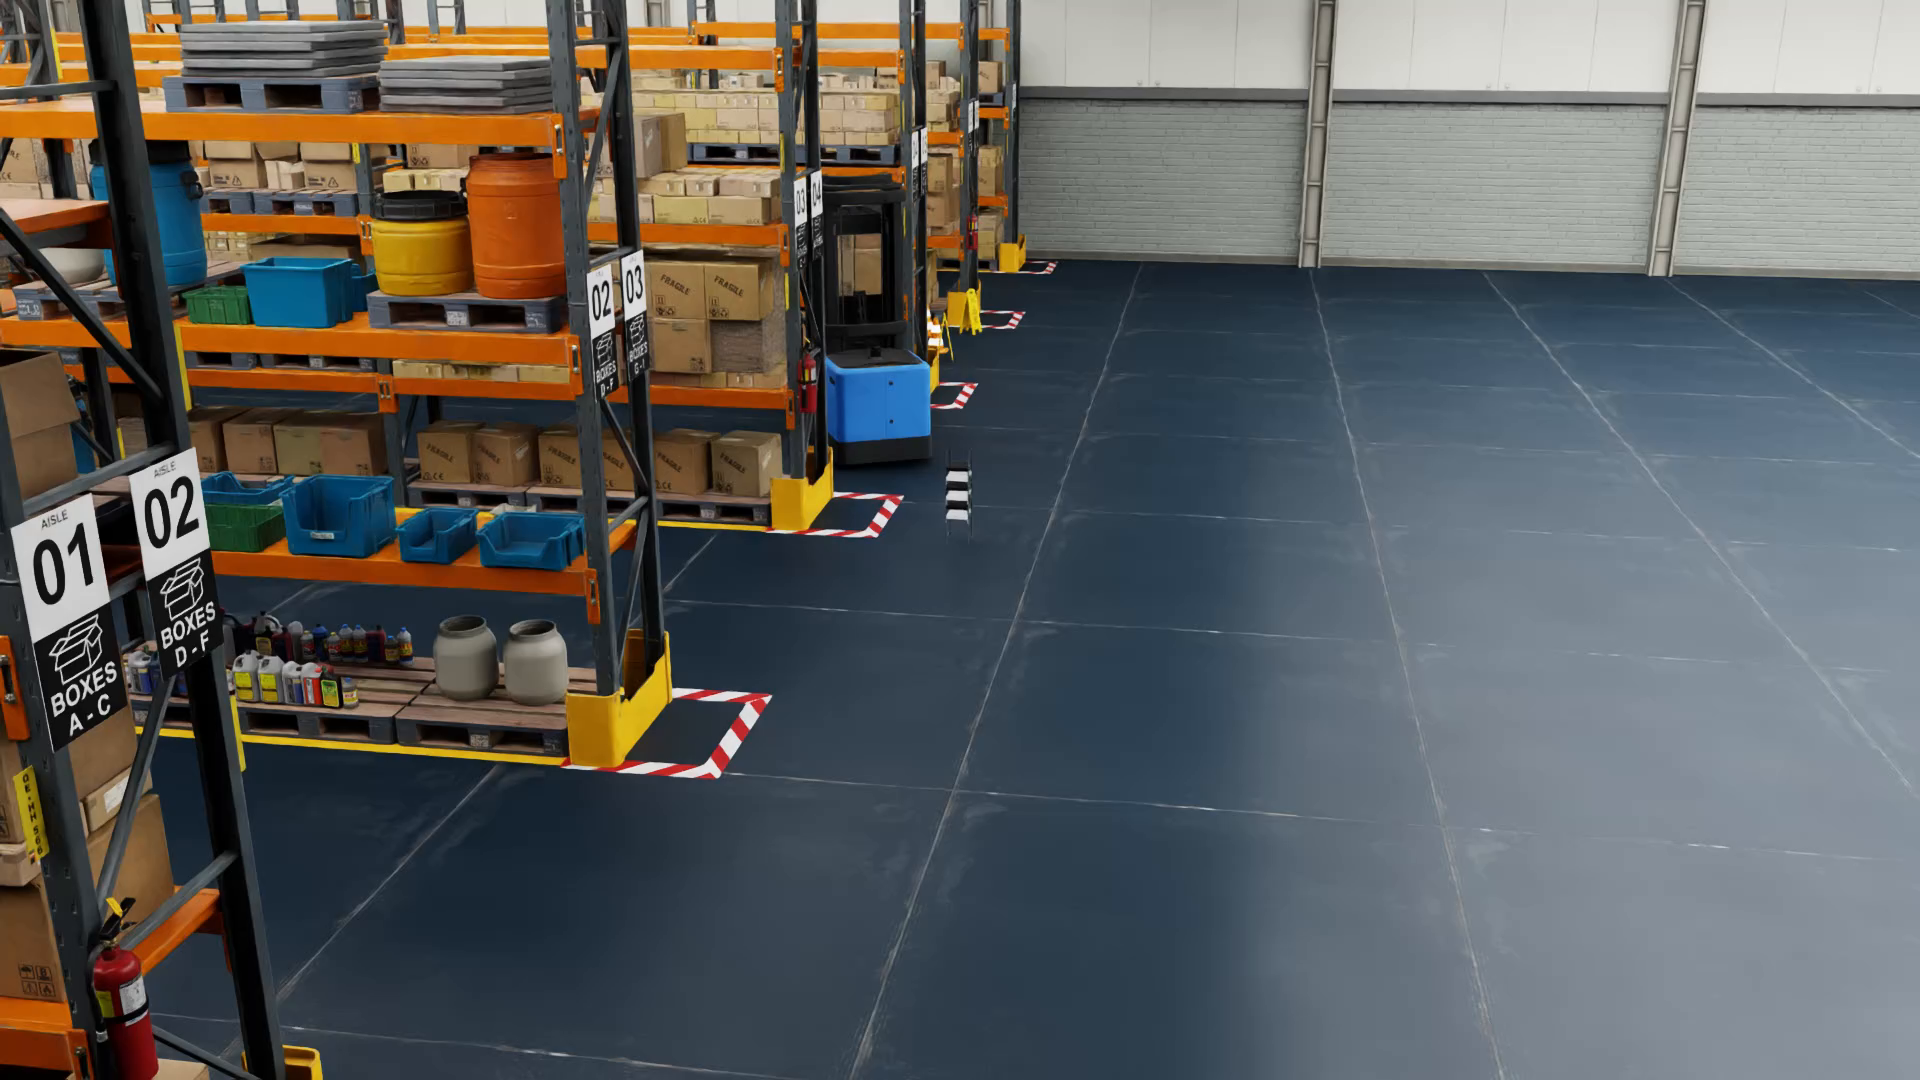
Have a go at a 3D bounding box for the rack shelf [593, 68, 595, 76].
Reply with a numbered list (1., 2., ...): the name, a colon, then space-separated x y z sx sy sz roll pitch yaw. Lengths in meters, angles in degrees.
1. rack shelf: -6.472 -5.855 20.332 4.000 0.370 1.077 3 19 9

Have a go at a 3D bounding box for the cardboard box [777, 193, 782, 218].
1. cardboard box: -1.869 -3.147 15.437 0.500 0.250 0.500 3 19 10

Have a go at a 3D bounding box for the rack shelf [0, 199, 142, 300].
1. rack shelf: -4.984 -1.002 5.827 4.000 0.370 1.077 3 19 9

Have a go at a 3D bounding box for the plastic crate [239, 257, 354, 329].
1. plastic crate: -4.150 -1.555 10.469 0.575 0.384 0.392 3 19 9

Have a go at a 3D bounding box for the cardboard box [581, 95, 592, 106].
1. cardboard box: -5.413 -6.584 25.048 0.500 0.250 0.500 3 19 9

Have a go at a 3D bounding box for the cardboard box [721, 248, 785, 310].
1. cardboard box: -1.934 -2.466 15.691 0.500 0.500 0.500 3 19 9

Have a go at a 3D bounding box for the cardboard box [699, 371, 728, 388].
1. cardboard box: -2.250 -1.530 15.492 0.250 0.149 0.380 3 19 9

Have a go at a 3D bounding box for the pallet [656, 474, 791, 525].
1. pallet: -2.306 -0.424 16.184 1.213 0.211 1.003 3 19 9

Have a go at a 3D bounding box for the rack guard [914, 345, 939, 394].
1. rack guard: -0.524 -2.053 20.597 0.348 0.500 1.175 3 19 9

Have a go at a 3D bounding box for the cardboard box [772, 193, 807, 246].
1. cardboard box: -1.997 -3.923 20.309 0.550 0.550 0.875 3 19 9

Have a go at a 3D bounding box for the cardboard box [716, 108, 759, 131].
1. cardboard box: -2.562 -4.992 19.663 0.500 0.250 0.500 3 19 9

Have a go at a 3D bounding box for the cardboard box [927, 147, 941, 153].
1. cardboard box: -0.486 -6.820 29.257 0.250 0.149 0.380 3 19 10

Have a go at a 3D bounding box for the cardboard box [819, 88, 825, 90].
1. cardboard box: -2.172 -6.686 24.918 0.250 0.149 0.380 3 19 9

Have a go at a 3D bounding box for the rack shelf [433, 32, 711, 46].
1. rack shelf: -5.786 -7.411 24.982 4.000 0.370 1.077 3 19 9

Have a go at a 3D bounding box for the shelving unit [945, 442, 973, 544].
1. shelving unit: -0.008 -0.427 15.108 0.210 0.900 0.258 3 19 9

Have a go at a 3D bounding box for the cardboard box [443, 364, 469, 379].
1. cardboard box: -4.723 -1.647 15.841 0.250 0.149 0.380 3 19 9

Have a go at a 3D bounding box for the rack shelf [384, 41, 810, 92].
1. rack shelf: -3.409 -4.293 15.039 4.000 0.370 1.077 3 19 9

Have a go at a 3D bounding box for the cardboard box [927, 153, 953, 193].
1. cardboard box: -0.401 -5.415 24.505 0.500 0.500 0.700 2 19 7

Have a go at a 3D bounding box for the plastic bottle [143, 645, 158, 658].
1. plastic bottle: -5.584 0.867 11.519 0.133 0.283 0.061 3 19 9

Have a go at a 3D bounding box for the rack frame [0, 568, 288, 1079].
1. rack frame: -3.009 1.413 6.300 0.127 3.000 1.000 3 19 9

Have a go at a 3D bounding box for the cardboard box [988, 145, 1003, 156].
1. cardboard box: 0.624 -6.930 29.587 0.250 0.149 0.380 3 19 8

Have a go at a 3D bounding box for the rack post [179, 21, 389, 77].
1. rack post: -4.138 -3.036 10.260 0.954 0.300 0.937 3 19 8

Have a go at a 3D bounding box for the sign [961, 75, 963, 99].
1. sign: 0.030 -6.465 23.721 0.005 0.325 0.100 3 19 9

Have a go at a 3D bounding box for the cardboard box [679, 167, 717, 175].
1. cardboard box: -2.437 -3.371 15.477 0.250 0.149 0.380 4 19 11

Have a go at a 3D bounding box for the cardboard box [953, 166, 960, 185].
1. cardboard box: -0.117 -6.369 29.401 0.500 0.500 0.500 4 19 10

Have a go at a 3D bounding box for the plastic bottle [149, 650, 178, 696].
1. plastic bottle: -5.438 0.878 11.380 0.185 0.351 0.144 3 19 10

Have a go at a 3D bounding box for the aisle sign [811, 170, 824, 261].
1. aisle sign: -1.325 -3.014 15.434 0.004 0.787 0.394 3 19 9

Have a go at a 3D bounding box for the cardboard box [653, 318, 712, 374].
1. cardboard box: -2.486 -1.903 15.583 0.500 0.500 0.875 3 19 9

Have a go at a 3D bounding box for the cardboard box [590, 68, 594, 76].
1. cardboard box: -6.301 -8.357 29.794 0.500 0.500 0.500 3 19 9

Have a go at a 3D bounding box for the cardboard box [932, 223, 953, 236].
1. cardboard box: -0.266 -4.628 24.750 0.250 0.149 0.380 4 19 10

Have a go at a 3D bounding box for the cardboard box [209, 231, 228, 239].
1. cardboard box: -9.251 -3.898 20.971 0.250 0.149 0.380 3 19 8

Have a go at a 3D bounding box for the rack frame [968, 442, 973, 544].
1. rack frame: 0.092 -0.422 15.093 0.006 0.900 0.240 3 19 9

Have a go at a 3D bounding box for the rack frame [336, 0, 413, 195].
1. rack frame: -5.384 -4.737 15.225 0.127 3.000 1.000 3 19 9

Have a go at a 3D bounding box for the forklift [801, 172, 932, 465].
1. forklift: -1.231 -2.606 18.418 1.130 2.935 3.031 -6 19 -17

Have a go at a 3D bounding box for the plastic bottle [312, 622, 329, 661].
1. plastic bottle: -4.598 0.725 11.962 0.097 0.271 0.097 0 18 0

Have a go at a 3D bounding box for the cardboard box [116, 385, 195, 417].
1. cardboard box: -8.141 -1.424 16.843 0.500 0.250 0.500 5 19 15

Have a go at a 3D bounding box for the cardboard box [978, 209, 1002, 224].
1. cardboard box: 0.477 -5.803 29.963 0.500 0.250 0.500 3 19 8

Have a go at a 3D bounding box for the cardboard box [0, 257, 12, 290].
1. cardboard box: -10.052 -2.658 16.728 0.637 0.503 0.797 4 19 11

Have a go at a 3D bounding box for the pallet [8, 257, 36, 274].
1. pallet: -11.664 -3.668 21.788 1.213 0.211 1.003 3 19 9

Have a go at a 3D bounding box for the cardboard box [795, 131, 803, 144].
1. cardboard box: -1.935 -4.751 19.571 0.250 0.149 0.380 3 19 8

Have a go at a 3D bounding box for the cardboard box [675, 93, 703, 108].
1. cardboard box: -3.185 -5.193 19.636 0.250 0.149 0.380 3 19 9

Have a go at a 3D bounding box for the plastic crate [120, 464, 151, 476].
1. plastic crate: -5.673 -0.244 11.351 0.504 0.338 0.767 3 19 9

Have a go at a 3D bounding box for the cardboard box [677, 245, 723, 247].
1. cardboard box: -3.070 -3.412 20.485 0.550 0.550 0.875 3 19 9

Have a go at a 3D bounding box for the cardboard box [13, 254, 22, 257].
1. cardboard box: -12.080 -3.759 21.492 0.250 0.149 0.380 2 19 6

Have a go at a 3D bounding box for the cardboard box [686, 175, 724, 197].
1. cardboard box: -2.284 -3.176 14.897 0.250 0.149 0.380 2 19 6

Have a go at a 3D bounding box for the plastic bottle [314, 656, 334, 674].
1. plastic bottle: -4.331 0.931 11.328 0.133 0.283 0.061 3 19 9

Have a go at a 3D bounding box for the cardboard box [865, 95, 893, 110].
1. cardboard box: -0.934 -5.078 19.292 0.250 0.149 0.380 3 19 9

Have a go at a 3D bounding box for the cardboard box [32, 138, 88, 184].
1. cardboard box: -8.410 -3.669 15.816 0.500 0.500 0.500 3 19 9

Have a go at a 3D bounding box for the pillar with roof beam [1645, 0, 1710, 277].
1. pillar with roof beam: 11.542 -7.560 23.663 0.400 9.000 9.100 3 19 9

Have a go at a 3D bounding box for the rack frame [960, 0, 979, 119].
1. rack frame: 0.138 -7.640 23.902 0.127 3.000 1.000 3 19 9

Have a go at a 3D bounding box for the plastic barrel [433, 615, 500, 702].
1. plastic barrel: -3.377 0.807 11.368 0.421 0.512 0.421 0 18 0

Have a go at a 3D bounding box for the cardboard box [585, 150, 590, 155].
1. cardboard box: -6.709 -7.000 30.263 0.250 0.149 0.380 3 19 10

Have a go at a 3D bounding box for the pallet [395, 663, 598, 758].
1. pallet: -3.104 1.152 11.475 1.213 0.211 1.003 3 19 9

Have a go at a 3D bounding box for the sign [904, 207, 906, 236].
1. sign: -0.648 -3.731 19.477 0.005 0.325 0.100 3 19 9

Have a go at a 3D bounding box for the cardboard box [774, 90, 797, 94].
1. cardboard box: -2.082 -5.348 20.099 0.250 0.149 0.380 3 19 8
